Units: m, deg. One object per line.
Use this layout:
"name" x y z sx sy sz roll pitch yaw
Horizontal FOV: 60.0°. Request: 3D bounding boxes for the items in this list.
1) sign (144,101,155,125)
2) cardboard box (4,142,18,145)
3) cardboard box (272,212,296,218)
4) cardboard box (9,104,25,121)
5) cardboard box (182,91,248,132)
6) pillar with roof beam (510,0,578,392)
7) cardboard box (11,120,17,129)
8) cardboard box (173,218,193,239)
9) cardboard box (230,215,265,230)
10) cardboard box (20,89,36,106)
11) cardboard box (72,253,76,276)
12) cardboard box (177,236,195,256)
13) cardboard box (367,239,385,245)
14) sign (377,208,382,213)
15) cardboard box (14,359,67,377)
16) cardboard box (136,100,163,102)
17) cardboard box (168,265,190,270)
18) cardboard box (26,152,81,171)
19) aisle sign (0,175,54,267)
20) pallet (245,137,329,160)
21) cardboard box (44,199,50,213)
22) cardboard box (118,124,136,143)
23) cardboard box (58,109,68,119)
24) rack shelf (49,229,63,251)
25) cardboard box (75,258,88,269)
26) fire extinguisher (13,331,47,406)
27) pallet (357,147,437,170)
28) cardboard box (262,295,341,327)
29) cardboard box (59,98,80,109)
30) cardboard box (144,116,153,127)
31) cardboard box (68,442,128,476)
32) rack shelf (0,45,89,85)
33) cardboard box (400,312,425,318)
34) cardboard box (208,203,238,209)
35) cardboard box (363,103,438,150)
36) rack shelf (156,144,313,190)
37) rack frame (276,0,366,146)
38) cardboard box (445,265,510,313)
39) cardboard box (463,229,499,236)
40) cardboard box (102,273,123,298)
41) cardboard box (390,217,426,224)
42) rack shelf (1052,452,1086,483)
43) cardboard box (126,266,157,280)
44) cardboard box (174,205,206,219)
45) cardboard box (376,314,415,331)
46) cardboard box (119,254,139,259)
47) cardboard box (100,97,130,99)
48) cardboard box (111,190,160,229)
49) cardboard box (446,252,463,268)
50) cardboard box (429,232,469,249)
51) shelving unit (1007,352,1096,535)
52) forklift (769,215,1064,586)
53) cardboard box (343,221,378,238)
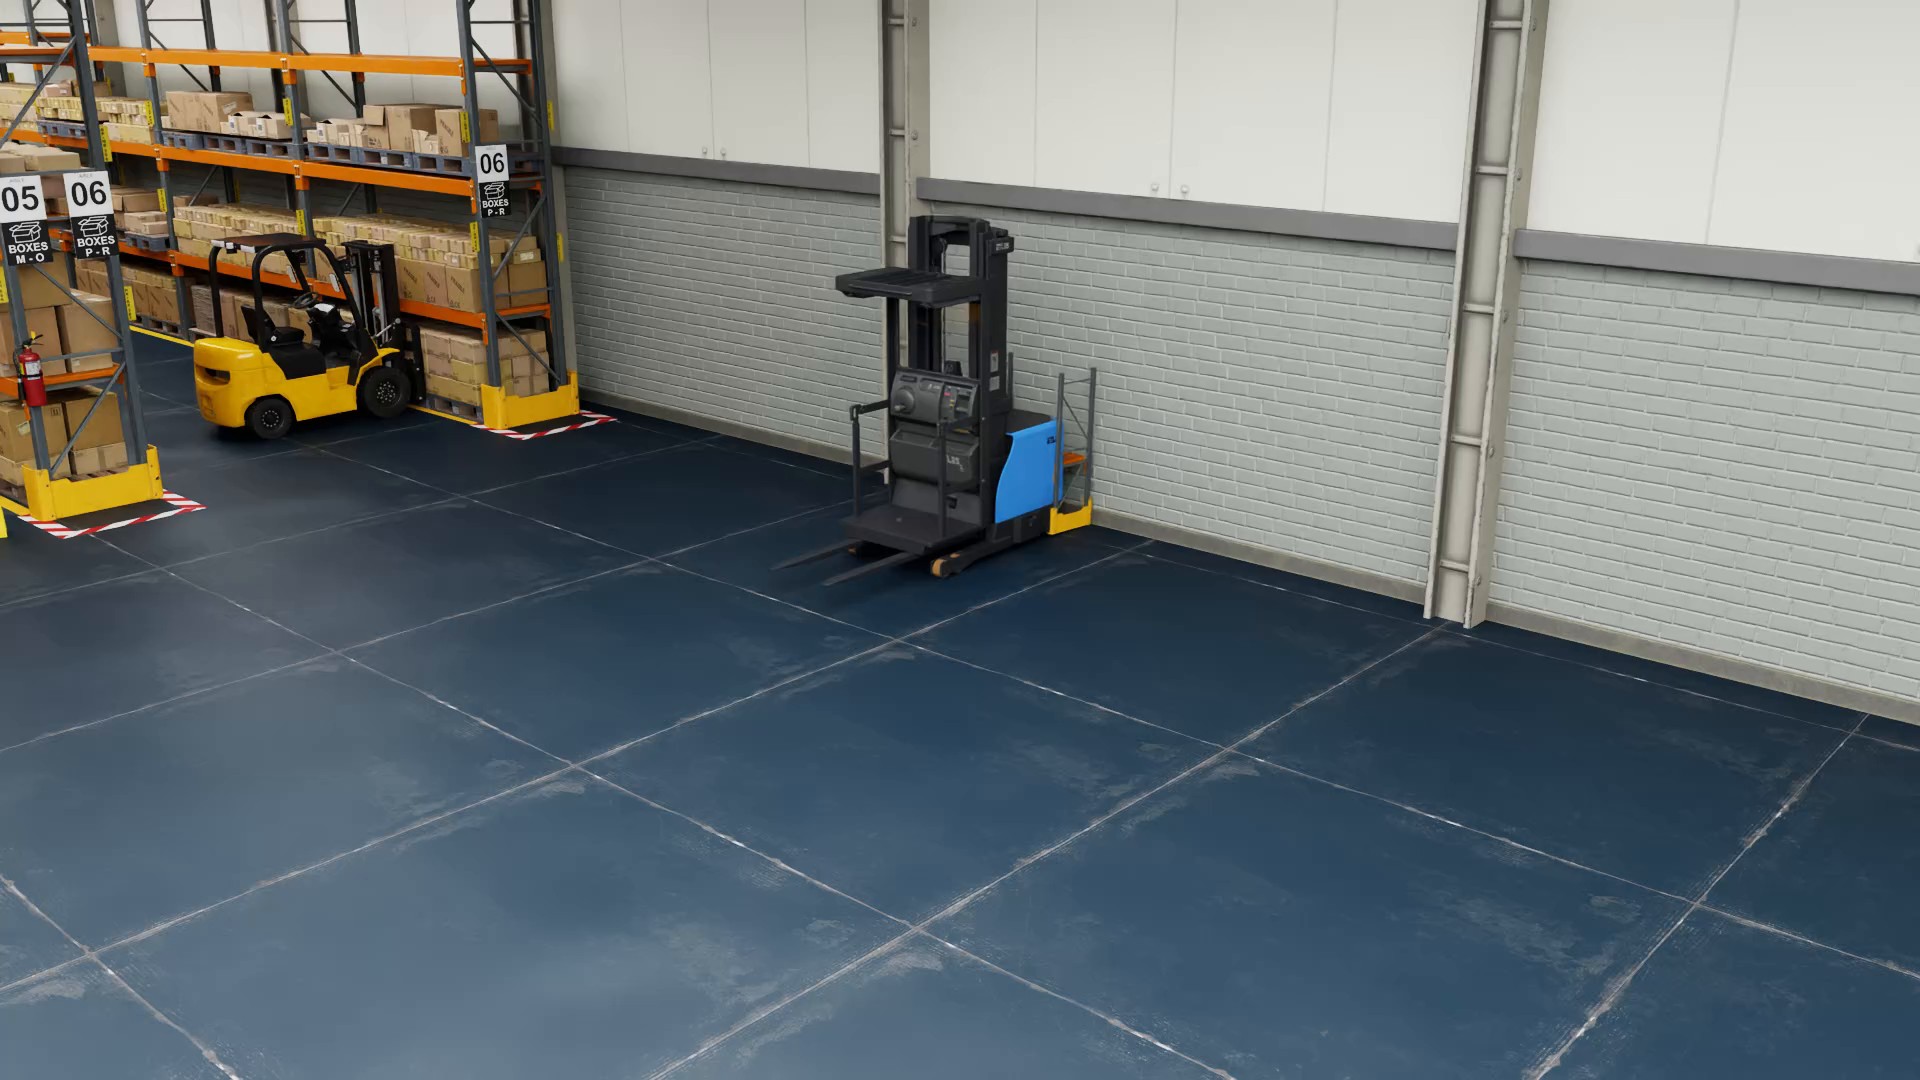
"sign" -11.444 -6.033 23.487 0.005 0.325 0.100 15 23 39
"cardboard box" -9.777 -3.938 16.838 0.250 0.149 0.380 15 23 40
"cardboard box" -9.320 -4.468 23.133 0.250 0.149 0.380 15 23 40
"cardboard box" -14.997 -6.924 26.907 0.500 0.250 0.500 14 22 37
"cardboard box" -10.258 -5.925 22.977 0.500 0.500 0.700 14 23 38
"pillar with roof beam" -7.879 -5.102 16.449 0.400 9.000 9.100 15 23 39
"cardboard box" -15.276 -6.814 27.218 0.250 0.149 0.380 16 24 41
"cardboard box" -10.929 -4.496 23.879 0.500 0.250 0.500 15 23 39
"cardboard box" -9.718 -4.337 22.718 0.250 0.149 0.380 14 23 38
"cardboard box" -14.611 -7.067 26.531 0.500 0.250 0.500 15 23 39
"cardboard box" -15.281 -4.561 28.100 0.500 0.500 0.700 14 22 37
"cardboard box" -10.913 -4.263 23.972 0.500 0.250 0.500 15 23 39
"cardboard box" -7.088 -3.646 20.541 0.250 0.149 0.380 14 22 38
"sign" -7.723 -4.252 22.127 0.005 0.325 0.100 15 23 39
"cardboard box" -8.812 -1.656 15.924 0.250 0.149 0.380 16 24 41
"cardboard box" -12.162 -6.546 25.056 0.250 0.149 0.380 15 23 39
"cardboard box" -12.055 -4.180 25.829 0.250 0.149 0.380 14 23 38
"cardboard box" -8.521 -3.556 15.636 0.250 0.149 0.380 15 23 39
"aisle sign" -8.537 -2.910 15.163 0.004 0.787 0.394 15 23 39
"pallet" -8.759 -5.188 21.997 1.217 0.209 0.805 14 22 37
"cardboard box" -8.679 -3.231 15.930 0.250 0.149 0.380 14 22 38
"cardboard box" -12.004 -5.986 24.442 0.500 0.250 0.500 15 23 39
"cardboard box" -13.557 -6.531 25.468 0.250 0.149 0.380 15 23 40
"rack shelf" -15.570 -5.341 28.309 4.000 0.370 1.077 15 23 39
"cardboard box" -13.982 -4.468 26.735 0.250 0.149 0.380 16 24 42
"fire extinguisher" -8.611 -1.585 15.413 0.183 0.674 0.296 15 23 39
"pallet" -6.527 -4.653 20.140 1.213 0.211 1.003 15 23 39
"cardboard box" -9.063 -3.004 22.988 0.625 0.625 0.875 15 23 39
"cardboard box" -13.523 -6.679 25.441 0.250 0.149 0.380 15 23 38
"cardboard box" -11.507 -6.044 23.966 0.250 0.149 0.380 16 23 40
"cardboard box" -8.810 -0.863 16.862 0.500 0.250 0.500 15 23 39
"rack shelf" -9.886 -4.665 16.269 4.000 0.370 1.077 15 23 39
"cardboard box" -6.836 -2.784 21.262 0.500 0.250 0.500 15 23 40
"cardboard box" -10.705 -4.816 24.229 0.250 0.149 0.380 16 24 41
"cardboard box" -6.703 -4.988 20.018 0.637 0.503 0.797 16 24 41
"rack shelf" -9.586 -5.164 22.794 4.000 0.370 1.077 15 23 39
"rack frame" -8.090 -6.535 20.966 0.127 3.000 1.000 15 23 39
"cardboard box" -5.641 -2.960 19.452 0.500 0.500 0.500 14 23 38
"cardboard box" -5.763 -3.650 20.063 0.250 0.149 0.380 15 23 40
"cardboard box" -13.086 -3.937 26.134 0.500 0.500 0.500 14 22 38
"cardboard box" -7.055 -4.033 21.269 0.250 0.149 0.380 14 23 38
"rack shelf" 0.675 -0.759 15.700 1.000 0.185 0.538 16 22 41
"cardboard box" -12.593 -4.111 25.611 0.250 0.149 0.380 14 22 37
"cardboard box" -11.039 -4.705 23.879 0.250 0.149 0.380 16 24 41
"cardboard box" -7.181 -2.672 20.908 0.500 0.250 0.500 16 24 41
"cardboard box" -13.407 -4.540 26.961 0.250 0.149 0.380 15 23 39
"cardboard box" -13.004 -6.740 25.634 0.250 0.149 0.380 14 22 38
"cardboard box" -12.426 -5.014 25.226 0.637 0.503 0.797 14 23 38
"cardboard box" -5.755 -3.280 19.390 0.250 0.149 0.380 16 23 40
"cardboard box" -6.062 -3.551 19.752 0.250 0.149 0.380 15 23 40
"shelving unit" 0.674 -0.934 15.656 1.083 1.500 0.587 16 22 41
"forklift" -0.360 -1.239 14.308 1.130 2.935 3.031 14 22 38
"cardboard box" -7.472 -3.887 20.810 0.250 0.149 0.380 16 23 40
